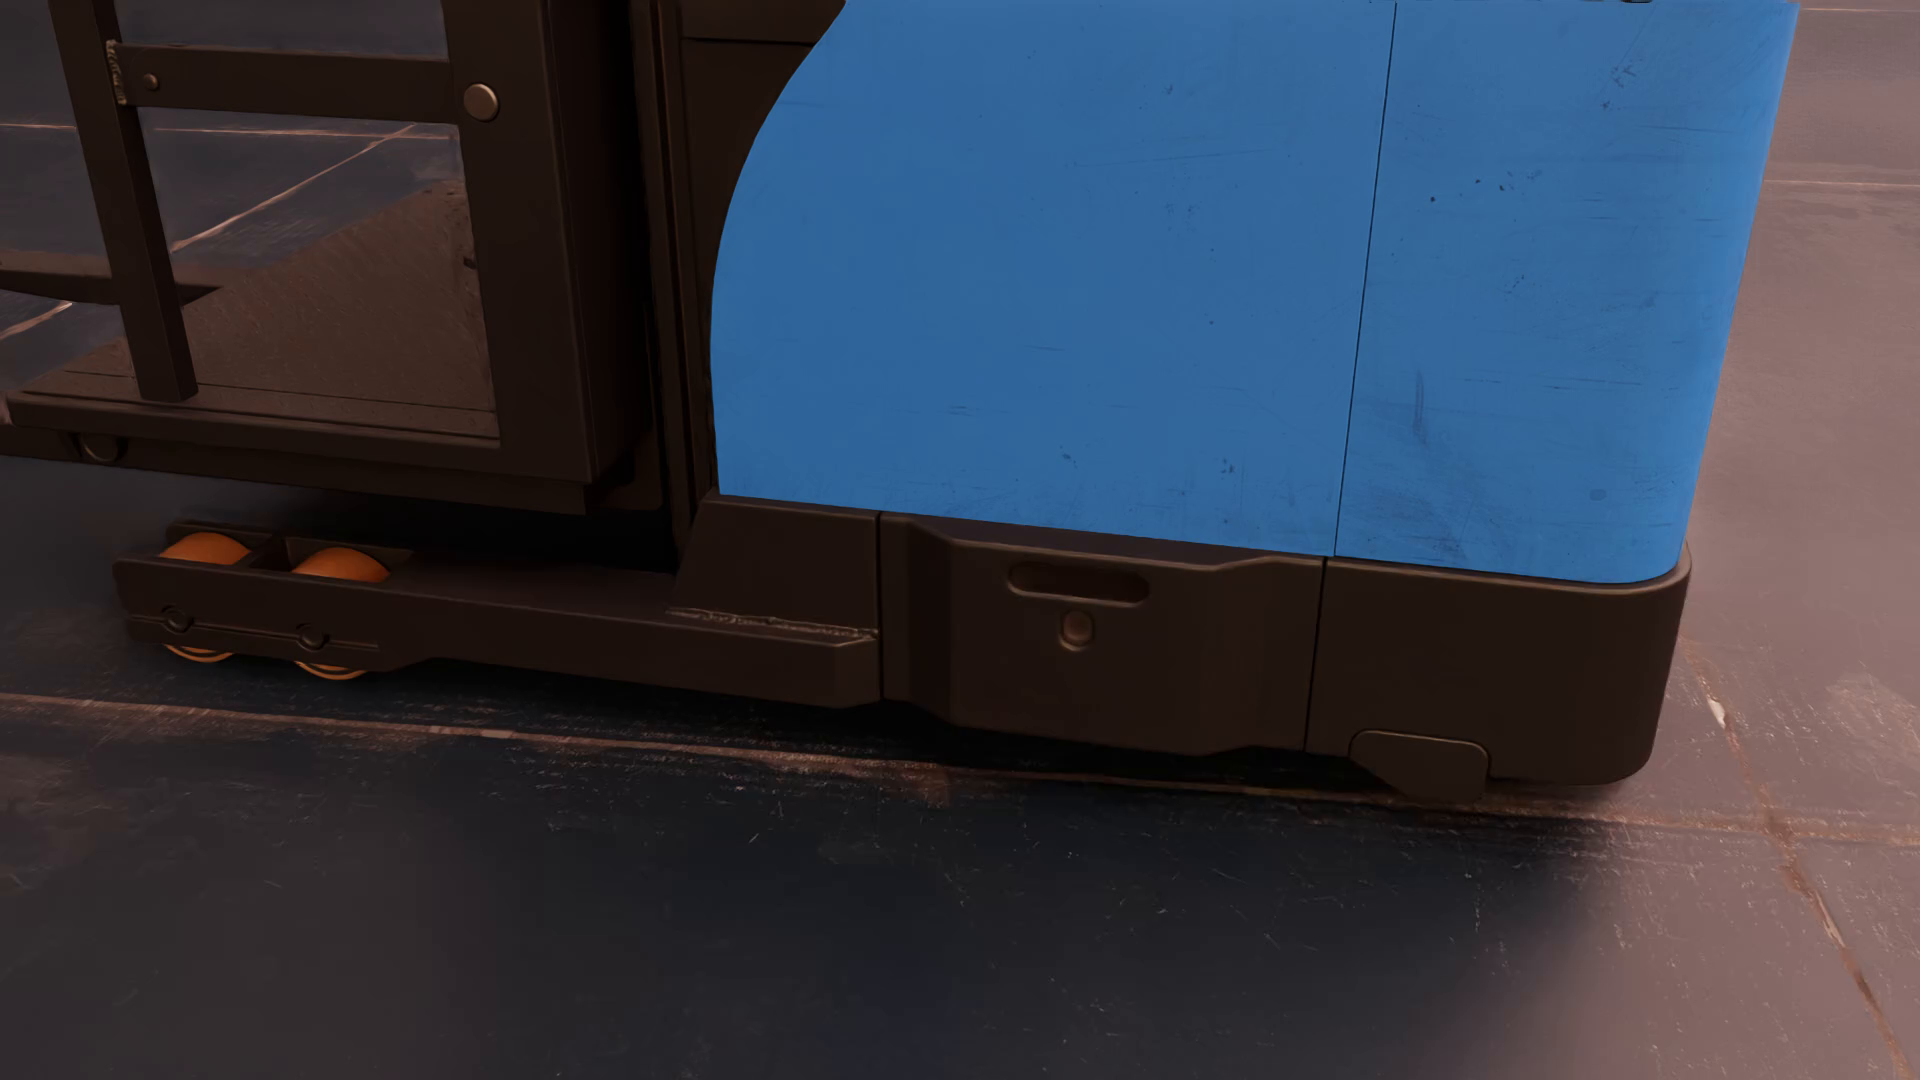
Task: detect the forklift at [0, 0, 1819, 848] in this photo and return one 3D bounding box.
[{"bbox_3d":[-0.604,-1.232,1.685,3.031,2.935,1.130,-5,27,-10],"label":"forklift"}]
